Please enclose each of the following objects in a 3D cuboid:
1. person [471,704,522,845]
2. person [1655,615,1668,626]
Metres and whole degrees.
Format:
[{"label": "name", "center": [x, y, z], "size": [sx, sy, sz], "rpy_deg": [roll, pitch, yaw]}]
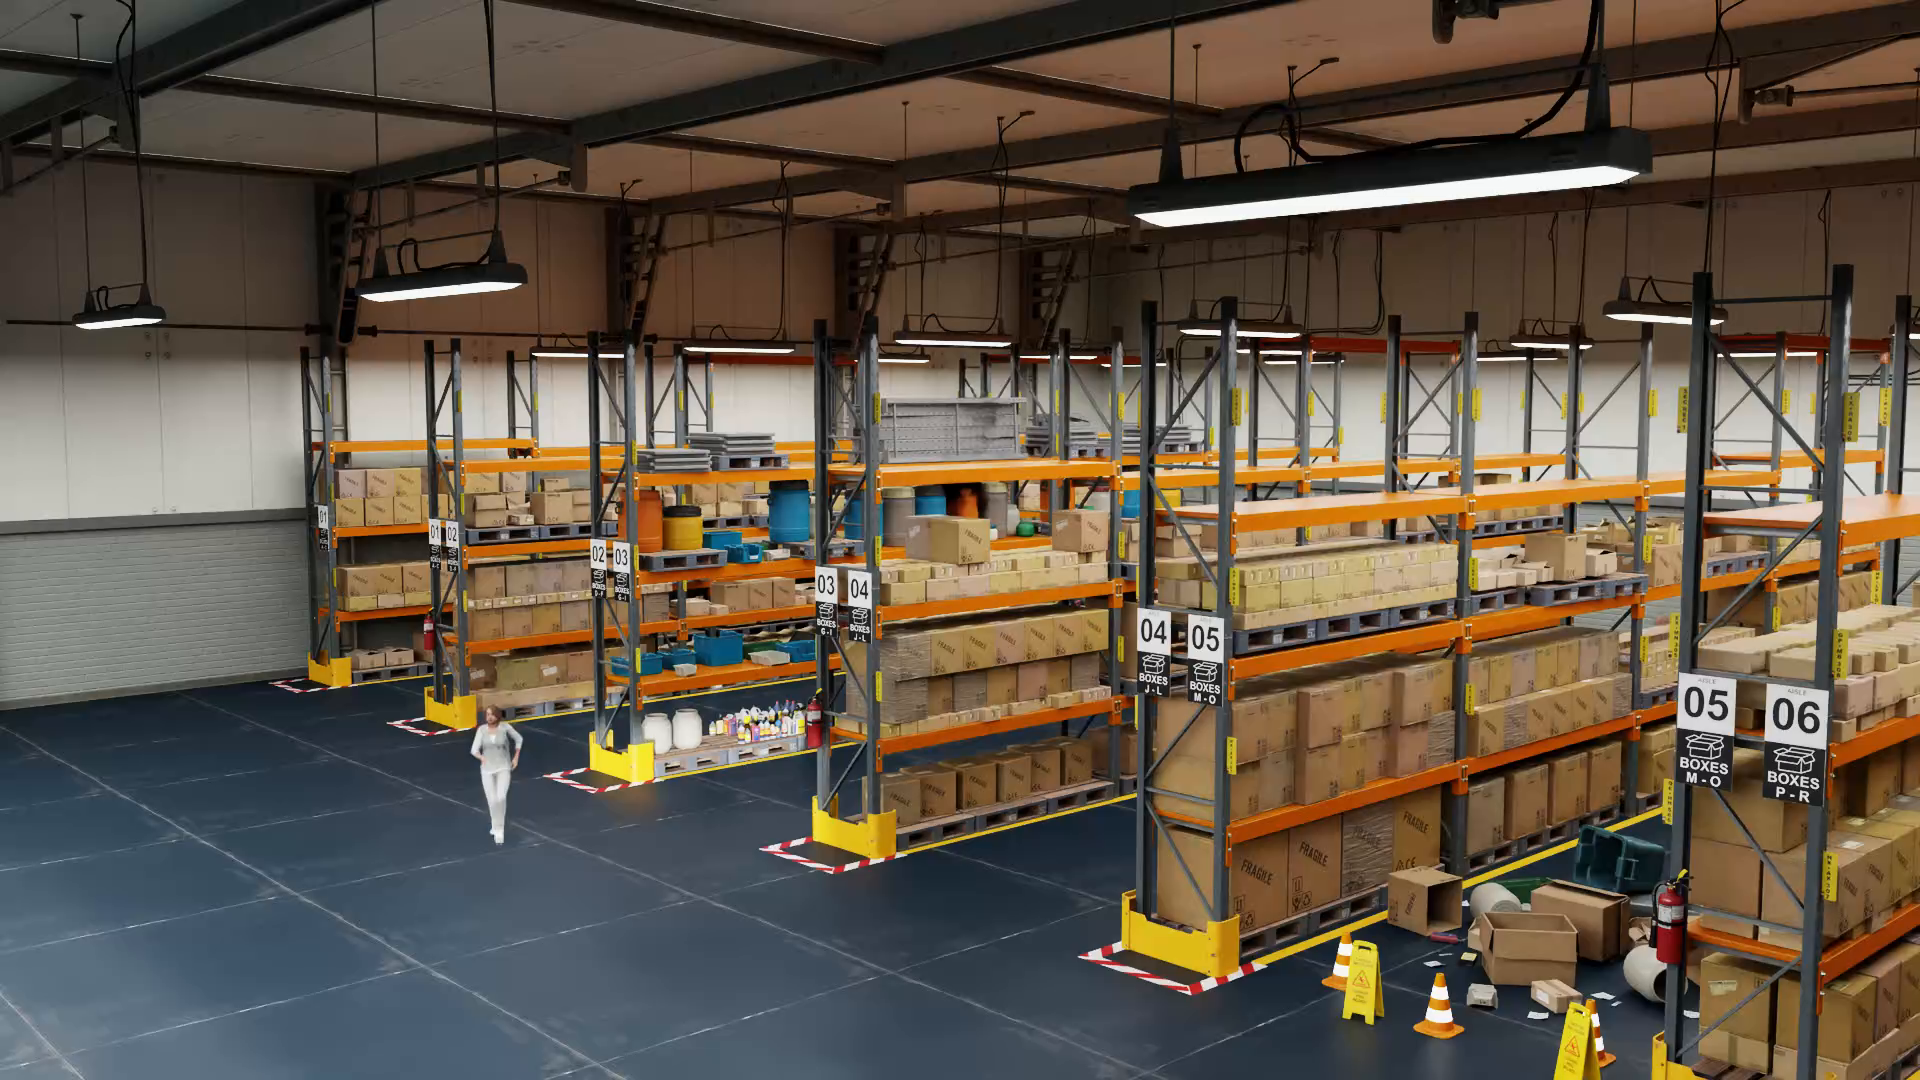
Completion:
[{"label": "person", "center": [-5.353, 2.693, 19.186], "size": [0.543, 1.609, 0.665], "rpy_deg": [0, 5, -3]}, {"label": "person", "center": [10.794, 2.030, 25.781], "size": [0.627, 1.737, 0.708], "rpy_deg": [-4, 7, -41]}]
